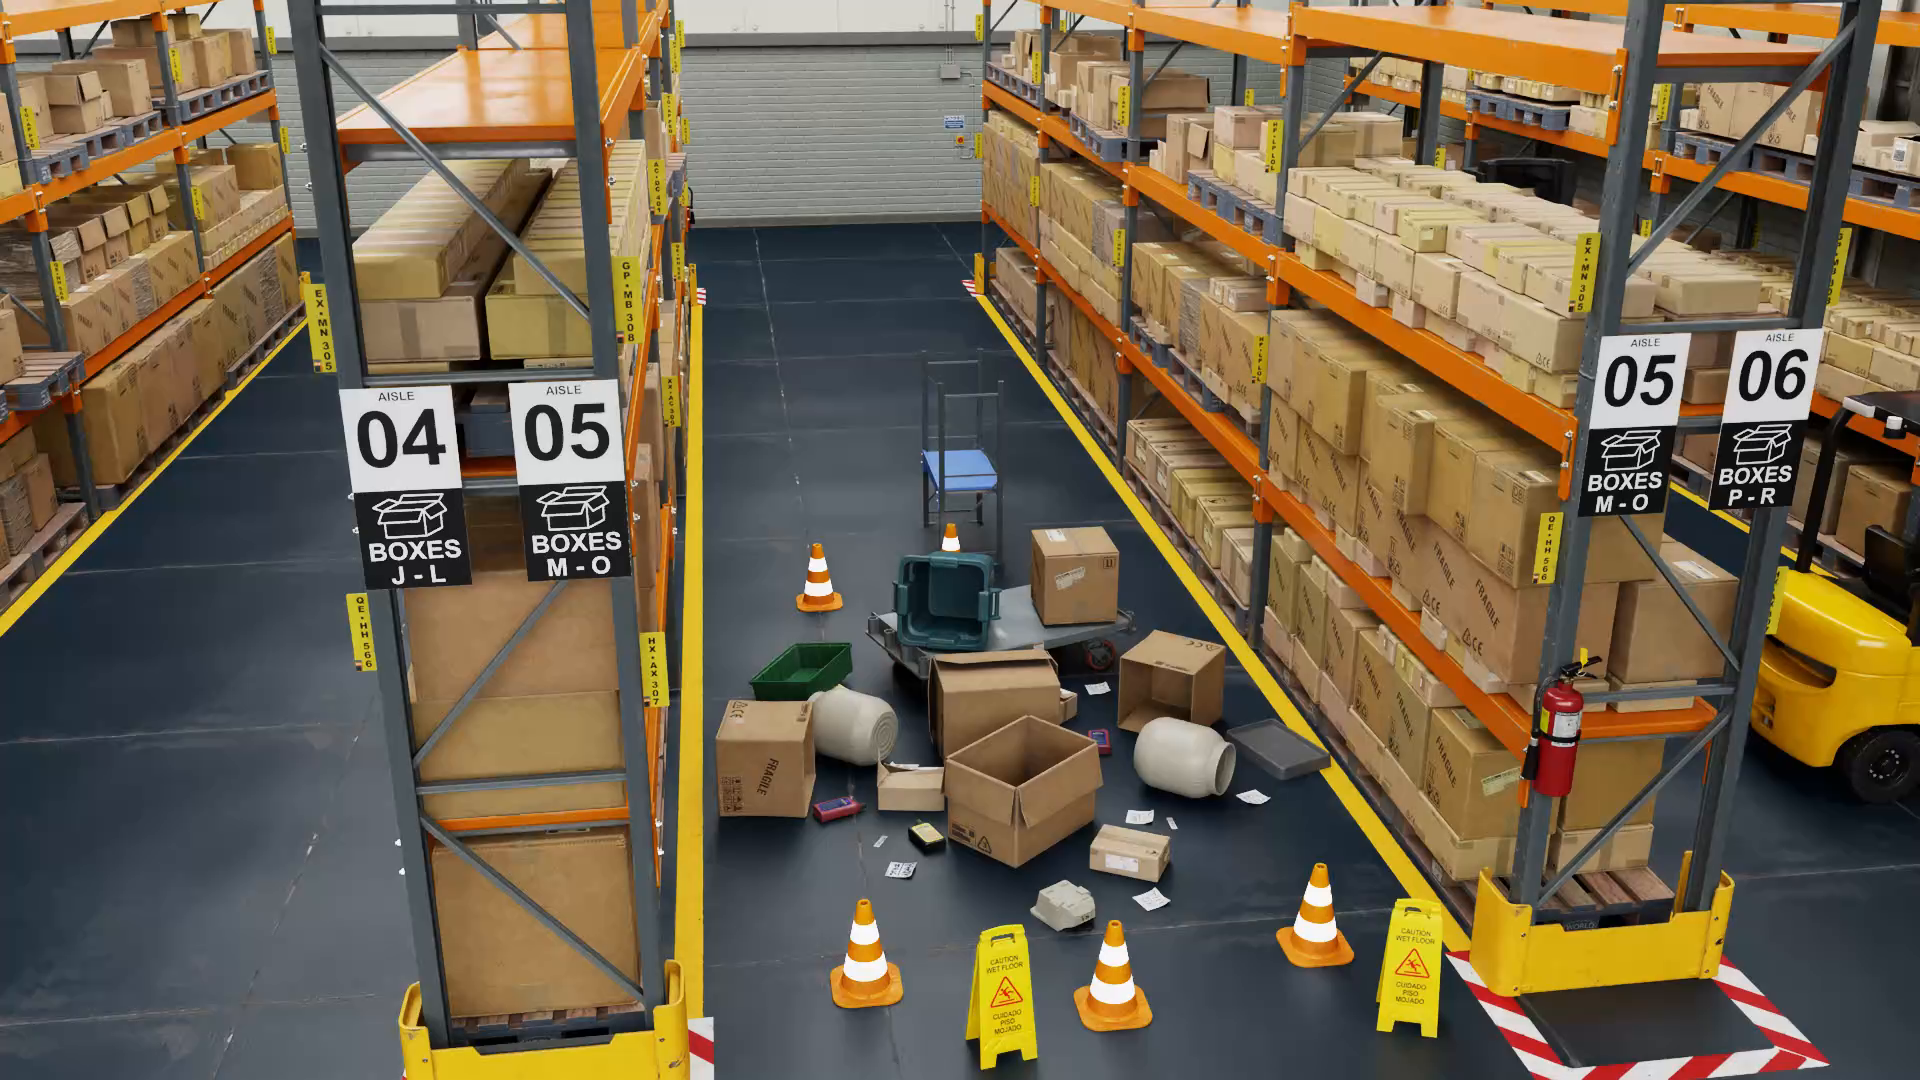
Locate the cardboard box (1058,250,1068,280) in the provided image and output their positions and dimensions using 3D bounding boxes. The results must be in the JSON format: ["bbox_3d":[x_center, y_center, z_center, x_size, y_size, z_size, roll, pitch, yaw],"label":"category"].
[{"bbox_3d":[1.313,-2.856,17.289,0.500,0.250,0.500,-3,21,-8],"label":"cardboard box"}]

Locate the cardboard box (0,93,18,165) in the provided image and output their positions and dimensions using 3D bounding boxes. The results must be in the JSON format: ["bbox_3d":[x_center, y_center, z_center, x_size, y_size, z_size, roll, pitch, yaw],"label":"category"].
[{"bbox_3d":[-7.537,-3.098,12.578,0.500,0.500,0.500,-2,21,-6],"label":"cardboard box"}]

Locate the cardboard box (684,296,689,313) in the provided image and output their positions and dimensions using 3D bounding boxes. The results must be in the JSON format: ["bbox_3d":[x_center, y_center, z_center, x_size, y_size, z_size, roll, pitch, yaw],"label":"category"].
[{"bbox_3d":[-3.476,-2.839,20.080,0.380,0.149,0.250,-3,21,-7],"label":"cardboard box"}]

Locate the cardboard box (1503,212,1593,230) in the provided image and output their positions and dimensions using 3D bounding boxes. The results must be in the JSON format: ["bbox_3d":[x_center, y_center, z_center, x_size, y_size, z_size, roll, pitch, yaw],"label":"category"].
[{"bbox_3d":[3.068,-1.617,8.690,0.380,0.149,0.250,-2,21,-7],"label":"cardboard box"}]

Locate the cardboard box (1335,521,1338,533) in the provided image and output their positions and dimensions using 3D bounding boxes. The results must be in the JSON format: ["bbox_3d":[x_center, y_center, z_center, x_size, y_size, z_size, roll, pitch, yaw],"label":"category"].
[{"bbox_3d":[2.484,-0.083,10.009,0.380,0.149,0.250,-3,21,-8],"label":"cardboard box"}]

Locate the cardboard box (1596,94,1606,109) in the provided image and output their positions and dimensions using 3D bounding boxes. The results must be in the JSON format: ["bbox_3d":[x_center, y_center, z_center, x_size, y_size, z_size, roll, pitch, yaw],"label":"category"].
[{"bbox_3d":[6.478,-4.304,16.309,0.380,0.149,0.250,-3,21,-7],"label":"cardboard box"}]

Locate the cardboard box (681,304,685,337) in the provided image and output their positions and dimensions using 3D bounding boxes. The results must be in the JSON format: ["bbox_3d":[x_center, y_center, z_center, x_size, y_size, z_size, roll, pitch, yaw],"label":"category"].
[{"bbox_3d":[-3.150,-2.296,17.477,0.500,0.250,0.500,-3,21,-9],"label":"cardboard box"}]

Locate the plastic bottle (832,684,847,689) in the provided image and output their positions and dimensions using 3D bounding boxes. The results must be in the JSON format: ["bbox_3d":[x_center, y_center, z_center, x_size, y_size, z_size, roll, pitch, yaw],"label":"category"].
[{"bbox_3d":[-0.821,1.002,10.947,0.133,0.061,0.283,-15,25,-35],"label":"plastic bottle"}]

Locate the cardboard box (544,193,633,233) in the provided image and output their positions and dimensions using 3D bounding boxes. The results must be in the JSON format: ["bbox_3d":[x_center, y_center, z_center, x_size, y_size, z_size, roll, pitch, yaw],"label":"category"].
[{"bbox_3d":[-1.693,-1.486,7.596,0.380,0.149,0.250,-3,21,-8],"label":"cardboard box"}]

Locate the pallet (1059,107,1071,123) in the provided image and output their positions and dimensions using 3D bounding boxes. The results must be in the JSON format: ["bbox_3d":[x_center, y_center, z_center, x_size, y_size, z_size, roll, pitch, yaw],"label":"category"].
[{"bbox_3d":[1.557,-4.449,17.328,0.805,0.209,1.217,-4,21,-10],"label":"pallet"}]

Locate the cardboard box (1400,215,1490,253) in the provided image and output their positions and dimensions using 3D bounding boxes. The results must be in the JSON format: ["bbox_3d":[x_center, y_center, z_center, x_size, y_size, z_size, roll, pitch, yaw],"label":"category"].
[{"bbox_3d":[2.511,-1.587,8.609,0.380,0.149,0.250,-2,21,-6],"label":"cardboard box"}]

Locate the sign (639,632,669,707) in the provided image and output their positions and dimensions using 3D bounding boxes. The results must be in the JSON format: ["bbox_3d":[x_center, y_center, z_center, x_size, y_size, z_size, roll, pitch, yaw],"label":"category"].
[{"bbox_3d":[-1.228,0.522,6.681,0.100,0.325,0.005,-3,21,-8],"label":"sign"}]

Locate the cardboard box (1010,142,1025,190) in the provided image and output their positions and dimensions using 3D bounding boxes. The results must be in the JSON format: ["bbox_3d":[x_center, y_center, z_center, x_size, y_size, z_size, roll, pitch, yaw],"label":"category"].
[{"bbox_3d":[0.887,-4.465,19.813,0.500,0.500,0.500,-3,21,-7],"label":"cardboard box"}]

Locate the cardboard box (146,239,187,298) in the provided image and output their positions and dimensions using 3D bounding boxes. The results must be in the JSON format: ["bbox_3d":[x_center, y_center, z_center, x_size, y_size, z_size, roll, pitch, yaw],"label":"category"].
[{"bbox_3d":[-8.028,-2.676,16.451,0.500,0.500,0.500,-2,21,-6],"label":"cardboard box"}]

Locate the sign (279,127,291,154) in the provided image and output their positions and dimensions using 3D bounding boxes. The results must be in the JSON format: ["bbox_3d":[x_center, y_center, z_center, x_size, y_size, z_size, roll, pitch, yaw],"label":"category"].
[{"bbox_3d":[-8.468,-5.010,20.849,0.100,0.325,0.005,-3,21,-8],"label":"sign"}]

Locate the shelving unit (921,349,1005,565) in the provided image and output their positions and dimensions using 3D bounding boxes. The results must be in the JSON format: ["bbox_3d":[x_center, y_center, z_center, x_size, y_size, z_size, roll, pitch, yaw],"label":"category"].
[{"bbox_3d":[0.012,-0.673,13.375,0.538,1.500,1.048,-3,21,-8],"label":"shelving unit"}]

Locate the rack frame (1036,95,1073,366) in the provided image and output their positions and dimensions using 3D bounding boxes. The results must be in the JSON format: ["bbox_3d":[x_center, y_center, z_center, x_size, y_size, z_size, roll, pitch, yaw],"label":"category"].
[{"bbox_3d":[1.376,-3.449,18.663,1.000,3.000,0.127,-3,21,-8],"label":"rack frame"}]

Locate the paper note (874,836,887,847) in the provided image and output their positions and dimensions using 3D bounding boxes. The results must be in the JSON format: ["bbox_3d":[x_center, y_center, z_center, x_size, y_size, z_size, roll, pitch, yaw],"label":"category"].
[{"bbox_3d":[-0.440,1.672,9.225,0.032,0.001,0.123,8,22,20],"label":"paper note"}]

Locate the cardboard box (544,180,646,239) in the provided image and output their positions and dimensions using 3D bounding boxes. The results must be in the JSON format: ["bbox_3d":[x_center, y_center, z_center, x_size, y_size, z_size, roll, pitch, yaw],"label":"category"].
[{"bbox_3d":[-1.957,-1.780,8.953,0.500,0.250,0.500,-3,21,-8],"label":"cardboard box"}]

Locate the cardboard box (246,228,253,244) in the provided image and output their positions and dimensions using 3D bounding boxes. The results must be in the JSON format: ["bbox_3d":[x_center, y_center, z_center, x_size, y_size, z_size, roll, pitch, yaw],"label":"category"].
[{"bbox_3d":[-8.370,-3.490,19.133,0.380,0.149,0.250,-4,21,-9],"label":"cardboard box"}]

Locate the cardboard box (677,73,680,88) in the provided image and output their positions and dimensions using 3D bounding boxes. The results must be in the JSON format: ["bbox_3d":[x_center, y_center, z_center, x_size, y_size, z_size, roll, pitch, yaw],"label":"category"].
[{"bbox_3d":[-3.676,-5.564,20.252,0.500,0.250,0.500,-3,21,-8],"label":"cardboard box"}]

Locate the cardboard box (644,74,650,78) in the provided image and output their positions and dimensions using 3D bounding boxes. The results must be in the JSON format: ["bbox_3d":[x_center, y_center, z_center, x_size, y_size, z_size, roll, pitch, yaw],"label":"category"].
[{"bbox_3d":[-2.867,-4.009,14.638,0.396,0.266,0.258,-3,21,-8],"label":"cardboard box"}]

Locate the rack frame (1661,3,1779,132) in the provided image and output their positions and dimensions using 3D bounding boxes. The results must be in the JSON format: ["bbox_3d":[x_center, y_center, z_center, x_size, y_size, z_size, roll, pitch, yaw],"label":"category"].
[{"bbox_3d":[6.864,-5.126,14.579,1.000,3.000,0.127,-3,21,-8],"label":"rack frame"}]

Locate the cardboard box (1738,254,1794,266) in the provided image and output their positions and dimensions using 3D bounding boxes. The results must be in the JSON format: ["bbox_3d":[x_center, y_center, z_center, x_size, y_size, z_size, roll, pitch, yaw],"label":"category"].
[{"bbox_3d":[7.259,-2.479,14.996,0.380,0.149,0.250,-2,21,-6],"label":"cardboard box"}]

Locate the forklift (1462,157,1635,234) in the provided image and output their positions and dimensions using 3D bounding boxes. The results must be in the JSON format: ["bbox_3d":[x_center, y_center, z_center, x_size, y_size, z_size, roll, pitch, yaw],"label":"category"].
[{"bbox_3d":[4.719,-1.590,13.783,1.130,2.935,3.031,-3,21,-8],"label":"forklift"}]

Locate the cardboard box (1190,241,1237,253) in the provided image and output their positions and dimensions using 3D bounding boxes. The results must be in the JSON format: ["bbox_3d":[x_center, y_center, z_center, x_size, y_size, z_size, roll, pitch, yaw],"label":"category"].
[{"bbox_3d":[2.293,-2.303,14.428,0.500,0.500,0.500,-4,21,-9],"label":"cardboard box"}]

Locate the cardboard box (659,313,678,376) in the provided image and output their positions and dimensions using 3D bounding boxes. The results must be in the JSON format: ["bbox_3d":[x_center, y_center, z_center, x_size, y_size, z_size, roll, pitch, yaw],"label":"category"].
[{"bbox_3d":[-2.530,-1.511,13.331,0.500,0.500,0.500,-3,21,-8],"label":"cardboard box"}]

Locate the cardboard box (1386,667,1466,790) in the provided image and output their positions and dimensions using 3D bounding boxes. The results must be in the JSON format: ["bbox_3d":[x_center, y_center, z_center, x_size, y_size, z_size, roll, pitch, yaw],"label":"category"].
[{"bbox_3d":[2.654,1.001,9.006,0.500,0.500,0.500,-2,21,-6],"label":"cardboard box"}]

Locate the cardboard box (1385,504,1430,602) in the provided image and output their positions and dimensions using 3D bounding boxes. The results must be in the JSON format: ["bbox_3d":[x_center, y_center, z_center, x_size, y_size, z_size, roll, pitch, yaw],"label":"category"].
[{"bbox_3d":[2.619,-0.001,8.864,0.500,0.500,0.500,-3,21,-8],"label":"cardboard box"}]

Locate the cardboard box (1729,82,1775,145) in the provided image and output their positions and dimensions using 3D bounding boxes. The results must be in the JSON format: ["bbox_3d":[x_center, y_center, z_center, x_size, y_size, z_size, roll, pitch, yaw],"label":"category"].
[{"bbox_3d":[6.899,-3.578,13.837,0.700,0.500,0.500,-3,21,-9],"label":"cardboard box"}]

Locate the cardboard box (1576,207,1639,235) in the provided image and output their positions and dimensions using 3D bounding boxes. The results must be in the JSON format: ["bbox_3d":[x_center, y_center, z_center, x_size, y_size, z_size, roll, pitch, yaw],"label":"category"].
[{"bbox_3d":[6.446,-3.116,17.025,0.797,0.503,0.637,-3,21,-9],"label":"cardboard box"}]

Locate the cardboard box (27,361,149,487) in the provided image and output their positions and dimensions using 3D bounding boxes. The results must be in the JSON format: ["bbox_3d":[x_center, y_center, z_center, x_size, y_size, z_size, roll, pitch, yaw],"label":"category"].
[{"bbox_3d":[-7.933,-1.005,14.557,1.225,0.875,0.875,-4,21,-10],"label":"cardboard box"}]

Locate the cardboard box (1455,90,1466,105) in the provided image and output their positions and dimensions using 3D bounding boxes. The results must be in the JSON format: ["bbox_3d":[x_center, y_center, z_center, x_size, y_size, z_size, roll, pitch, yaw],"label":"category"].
[{"bbox_3d":[5.943,-5.097,19.149,0.380,0.149,0.250,-3,21,-8],"label":"cardboard box"}]

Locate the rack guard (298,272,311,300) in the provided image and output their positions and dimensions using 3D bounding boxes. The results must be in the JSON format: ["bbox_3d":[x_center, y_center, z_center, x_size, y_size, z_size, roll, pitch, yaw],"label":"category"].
[{"bbox_3d":[-9.010,-3.171,21.492,1.175,0.500,0.348,-3,21,-8],"label":"rack guard"}]

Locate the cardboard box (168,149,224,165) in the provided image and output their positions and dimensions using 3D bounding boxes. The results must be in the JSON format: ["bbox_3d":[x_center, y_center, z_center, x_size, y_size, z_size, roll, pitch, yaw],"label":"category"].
[{"bbox_3d":[-9.133,-4.401,19.931,0.500,0.500,0.500,-3,21,-9],"label":"cardboard box"}]

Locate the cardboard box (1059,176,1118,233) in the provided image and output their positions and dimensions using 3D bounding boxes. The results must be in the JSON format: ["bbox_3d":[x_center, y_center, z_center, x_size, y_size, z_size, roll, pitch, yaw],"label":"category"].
[{"bbox_3d":[1.326,-3.449,17.091,0.500,0.500,0.500,-3,21,-9],"label":"cardboard box"}]

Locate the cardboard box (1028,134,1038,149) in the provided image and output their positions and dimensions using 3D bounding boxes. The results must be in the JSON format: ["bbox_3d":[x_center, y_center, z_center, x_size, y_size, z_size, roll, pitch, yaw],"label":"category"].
[{"bbox_3d":[1.006,-4.629,19.323,0.380,0.149,0.250,-3,21,-8],"label":"cardboard box"}]

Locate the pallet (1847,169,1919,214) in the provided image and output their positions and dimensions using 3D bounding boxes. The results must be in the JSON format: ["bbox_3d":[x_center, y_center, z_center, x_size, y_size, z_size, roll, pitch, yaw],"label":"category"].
[{"bbox_3d":[7.301,-2.551,12.245,0.805,0.209,1.217,-4,21,-10],"label":"pallet"}]

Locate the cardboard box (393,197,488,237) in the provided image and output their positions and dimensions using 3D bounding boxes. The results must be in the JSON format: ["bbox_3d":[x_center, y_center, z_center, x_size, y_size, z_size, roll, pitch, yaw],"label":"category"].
[{"bbox_3d":[-2.345,-1.454,7.510,0.380,0.149,0.250,-3,21,-9],"label":"cardboard box"}]

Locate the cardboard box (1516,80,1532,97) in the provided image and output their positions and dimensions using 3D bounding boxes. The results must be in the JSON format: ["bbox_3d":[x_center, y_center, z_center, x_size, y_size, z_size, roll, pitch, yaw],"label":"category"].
[{"bbox_3d":[6.087,-4.754,17.487,0.380,0.149,0.250,-3,21,-8],"label":"cardboard box"}]

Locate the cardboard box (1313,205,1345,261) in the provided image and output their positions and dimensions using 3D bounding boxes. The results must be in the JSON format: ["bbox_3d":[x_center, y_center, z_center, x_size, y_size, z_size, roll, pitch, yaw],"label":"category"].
[{"bbox_3d":[2.405,-1.809,9.775,0.500,0.250,0.500,-3,21,-8],"label":"cardboard box"}]

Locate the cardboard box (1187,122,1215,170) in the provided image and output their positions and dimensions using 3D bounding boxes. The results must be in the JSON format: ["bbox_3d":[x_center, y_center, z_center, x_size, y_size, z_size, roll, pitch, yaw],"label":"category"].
[{"bbox_3d":[2.201,-2.991,13.002,0.797,0.503,0.637,-3,21,-8],"label":"cardboard box"}]

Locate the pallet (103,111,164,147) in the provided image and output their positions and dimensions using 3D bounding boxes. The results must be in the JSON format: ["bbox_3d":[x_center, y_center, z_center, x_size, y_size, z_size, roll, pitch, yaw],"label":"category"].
[{"bbox_3d":[-8.249,-3.950,15.990,0.805,0.209,1.217,-4,21,-10],"label":"pallet"}]

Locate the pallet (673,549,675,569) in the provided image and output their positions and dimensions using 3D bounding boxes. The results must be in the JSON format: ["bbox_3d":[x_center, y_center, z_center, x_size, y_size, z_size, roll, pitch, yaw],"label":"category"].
[{"bbox_3d":[-2.719,0.225,12.811,1.003,0.211,1.213,-3,21,-8],"label":"pallet"}]

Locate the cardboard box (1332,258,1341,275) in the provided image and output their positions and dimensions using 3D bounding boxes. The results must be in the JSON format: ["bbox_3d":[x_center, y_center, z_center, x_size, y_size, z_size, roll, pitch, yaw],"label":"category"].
[{"bbox_3d":[2.459,-1.672,9.979,0.380,0.149,0.250,-3,21,-8],"label":"cardboard box"}]

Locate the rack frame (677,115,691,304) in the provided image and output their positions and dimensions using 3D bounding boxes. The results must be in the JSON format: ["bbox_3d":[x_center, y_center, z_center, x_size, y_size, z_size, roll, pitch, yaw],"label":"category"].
[{"bbox_3d":[-4.084,-4.549,21.609,1.000,3.000,0.127,-3,21,-8],"label":"rack frame"}]

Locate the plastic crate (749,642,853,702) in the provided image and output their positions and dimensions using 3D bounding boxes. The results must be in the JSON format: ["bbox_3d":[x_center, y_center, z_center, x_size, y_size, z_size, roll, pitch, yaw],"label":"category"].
[{"bbox_3d":[-1.033,0.890,10.982,0.450,0.188,0.662,-2,18,24],"label":"plastic crate"}]

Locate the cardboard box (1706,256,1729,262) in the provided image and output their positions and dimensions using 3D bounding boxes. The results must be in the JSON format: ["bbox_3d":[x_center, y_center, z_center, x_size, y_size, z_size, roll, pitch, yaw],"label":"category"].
[{"bbox_3d":[6.658,-2.449,14.915,0.380,0.149,0.250,-2,21,-7],"label":"cardboard box"}]

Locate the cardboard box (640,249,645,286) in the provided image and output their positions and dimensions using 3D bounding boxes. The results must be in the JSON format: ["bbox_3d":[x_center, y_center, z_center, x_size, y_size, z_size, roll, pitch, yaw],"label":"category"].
[{"bbox_3d":[-1.800,-1.374,8.438,0.380,0.149,0.250,-3,21,-8],"label":"cardboard box"}]

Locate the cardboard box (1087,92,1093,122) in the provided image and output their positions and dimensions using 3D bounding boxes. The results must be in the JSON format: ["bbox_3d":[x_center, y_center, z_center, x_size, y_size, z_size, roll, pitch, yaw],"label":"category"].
[{"bbox_3d":[1.408,-4.062,15.610,0.396,0.266,0.258,-3,21,-9],"label":"cardboard box"}]

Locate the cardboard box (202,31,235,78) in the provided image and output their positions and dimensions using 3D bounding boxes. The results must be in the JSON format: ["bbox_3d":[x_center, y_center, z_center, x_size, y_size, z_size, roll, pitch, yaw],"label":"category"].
[{"bbox_3d":[-8.917,-5.651,19.387,0.700,0.500,0.500,-4,21,-10],"label":"cardboard box"}]

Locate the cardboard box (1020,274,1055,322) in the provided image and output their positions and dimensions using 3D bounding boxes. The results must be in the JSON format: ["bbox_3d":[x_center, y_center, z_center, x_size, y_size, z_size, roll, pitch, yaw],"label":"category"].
[{"bbox_3d":[1.262,-2.978,20.464,0.875,0.438,0.875,-4,21,-9],"label":"cardboard box"}]

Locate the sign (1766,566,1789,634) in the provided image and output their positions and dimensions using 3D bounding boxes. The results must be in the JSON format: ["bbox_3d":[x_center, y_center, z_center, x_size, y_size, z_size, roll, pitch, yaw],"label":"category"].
[{"bbox_3d":[3.643,0.273,7.461,0.100,0.325,0.005,-3,21,-8],"label":"sign"}]

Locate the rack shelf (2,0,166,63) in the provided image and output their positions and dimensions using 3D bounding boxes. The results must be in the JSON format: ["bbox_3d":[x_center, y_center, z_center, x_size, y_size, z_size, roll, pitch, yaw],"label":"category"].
[{"bbox_3d":[-8.142,-4.543,14.617,1.077,0.370,4.000,-3,21,-8],"label":"rack shelf"}]

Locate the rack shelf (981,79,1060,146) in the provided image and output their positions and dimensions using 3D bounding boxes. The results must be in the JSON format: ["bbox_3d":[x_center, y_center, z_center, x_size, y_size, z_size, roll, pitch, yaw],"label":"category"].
[{"bbox_3d":[1.088,-5.209,20.118,1.077,0.370,4.000,-3,21,-8],"label":"rack shelf"}]

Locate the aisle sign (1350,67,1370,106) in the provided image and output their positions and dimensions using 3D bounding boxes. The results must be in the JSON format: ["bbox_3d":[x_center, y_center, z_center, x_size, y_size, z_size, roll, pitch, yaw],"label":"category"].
[{"bbox_3d":[5.410,-6.312,22.613,0.394,0.787,0.004,-3,21,-8],"label":"aisle sign"}]
